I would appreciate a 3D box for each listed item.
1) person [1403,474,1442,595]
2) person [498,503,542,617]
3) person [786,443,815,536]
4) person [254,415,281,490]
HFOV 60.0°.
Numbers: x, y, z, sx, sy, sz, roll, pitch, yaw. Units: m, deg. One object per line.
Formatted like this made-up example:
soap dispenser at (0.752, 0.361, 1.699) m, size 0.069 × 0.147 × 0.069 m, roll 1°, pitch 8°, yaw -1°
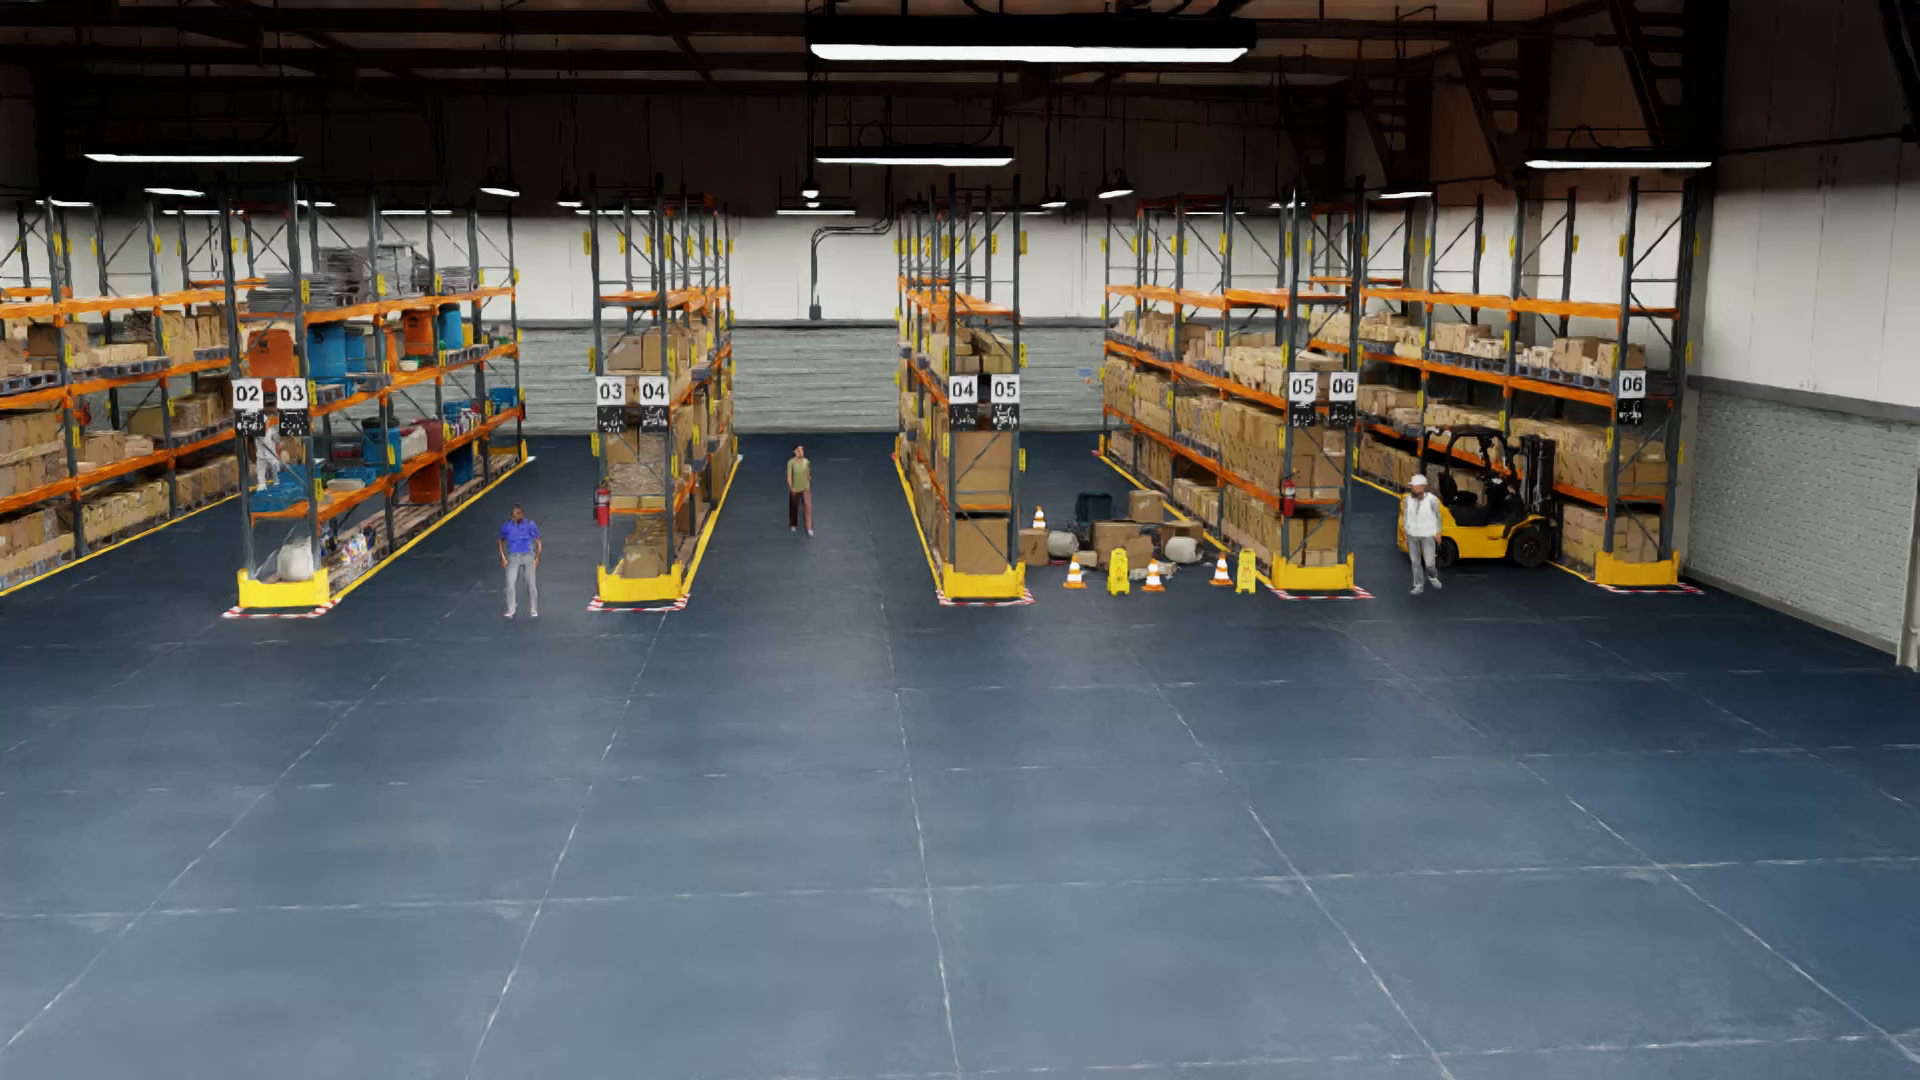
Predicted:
person at (6.724, -0.095, 24.177) m, size 0.588 × 1.768 × 0.559 m, roll 7°, pitch 12°, yaw 33°
person at (-5.969, 0.280, 22.592) m, size 0.592 × 1.590 × 0.518 m, roll -1°, pitch 10°, yaw -7°
person at (-2.812, -0.890, 29.041) m, size 0.446 × 1.604 × 1.018 m, roll -2°, pitch 10°, yaw -13°
person at (-13.705, -1.619, 32.868) m, size 0.565 × 1.736 × 0.961 m, roll -1°, pitch 10°, yaw -5°
